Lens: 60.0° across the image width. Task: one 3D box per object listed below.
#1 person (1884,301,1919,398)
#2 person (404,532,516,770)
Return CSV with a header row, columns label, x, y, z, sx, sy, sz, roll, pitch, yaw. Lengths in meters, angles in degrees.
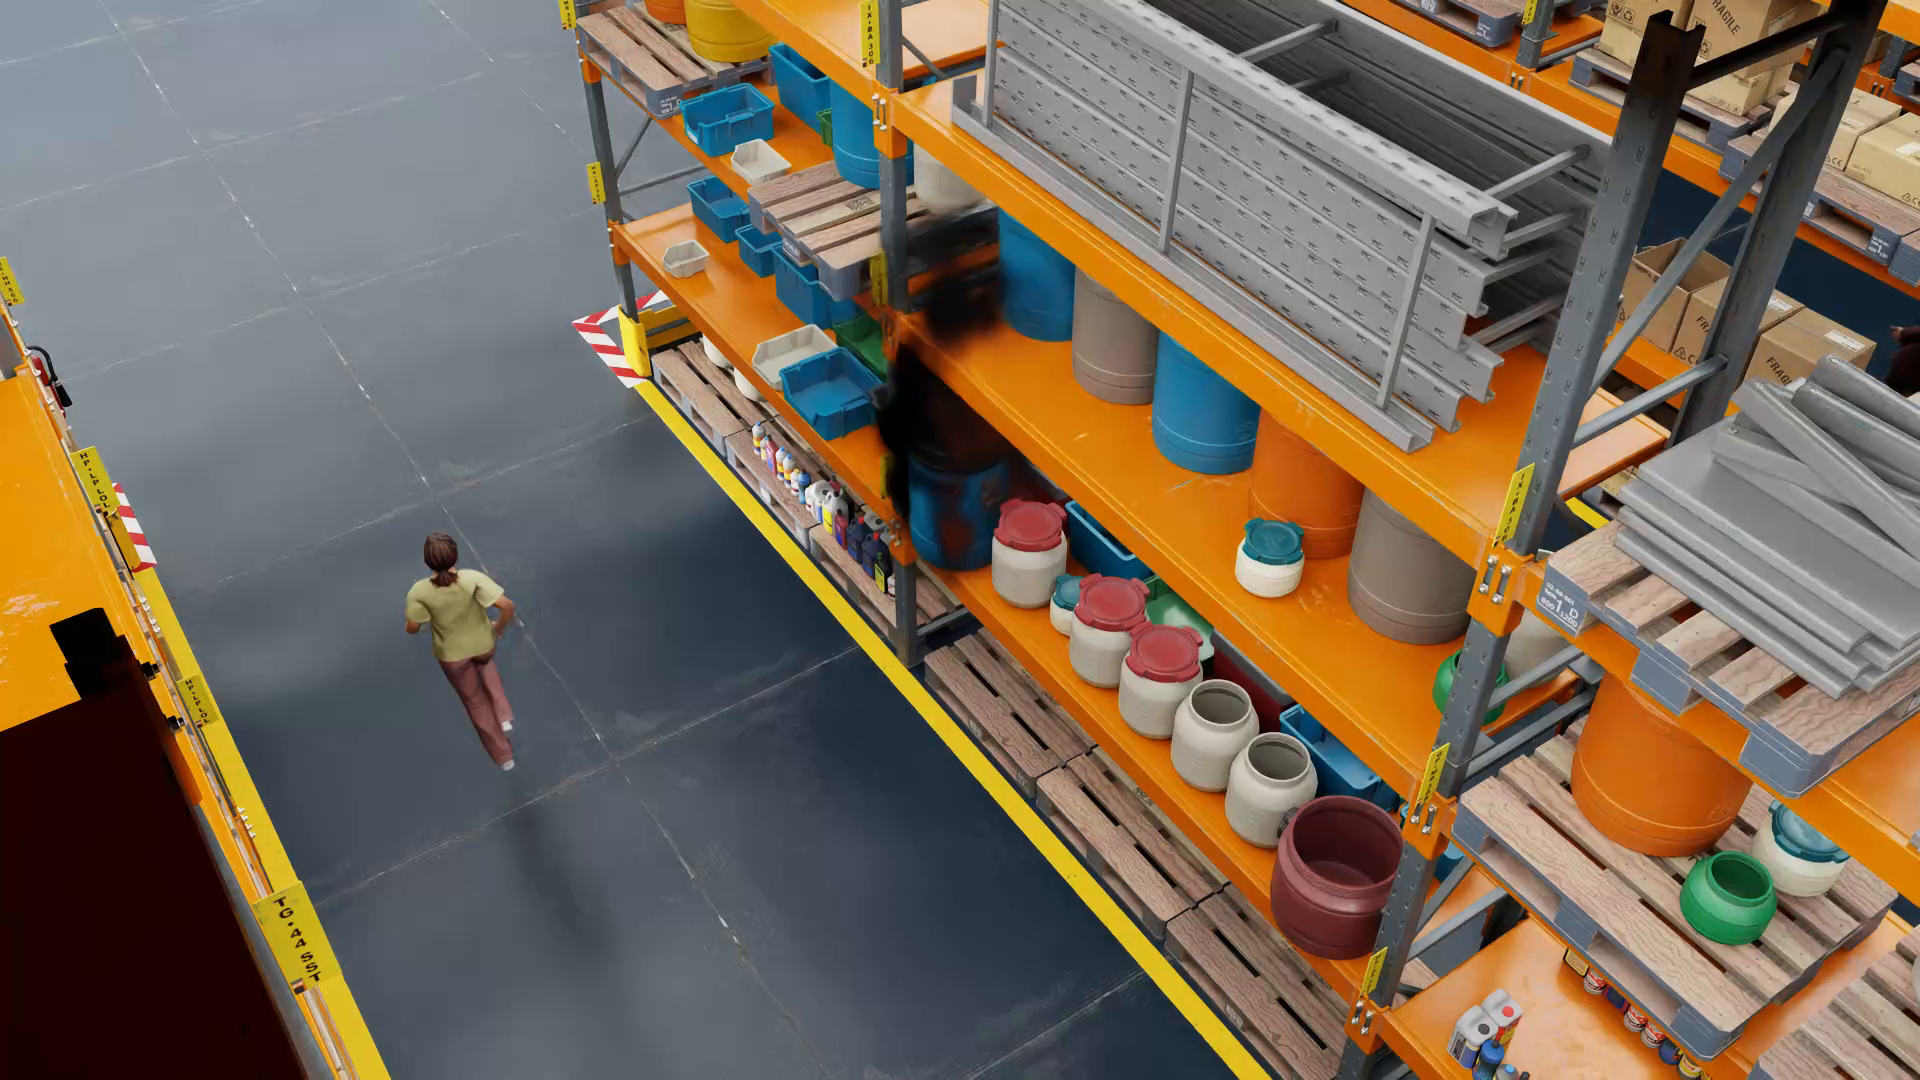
label,x,y,z,sx,sy,sz,roll,pitch,yaw
person,7.087,-1.384,12.012,0.704,1.711,0.721,29,50,28
person,-2.825,0.599,9.483,0.571,1.696,0.635,-22,47,-22
